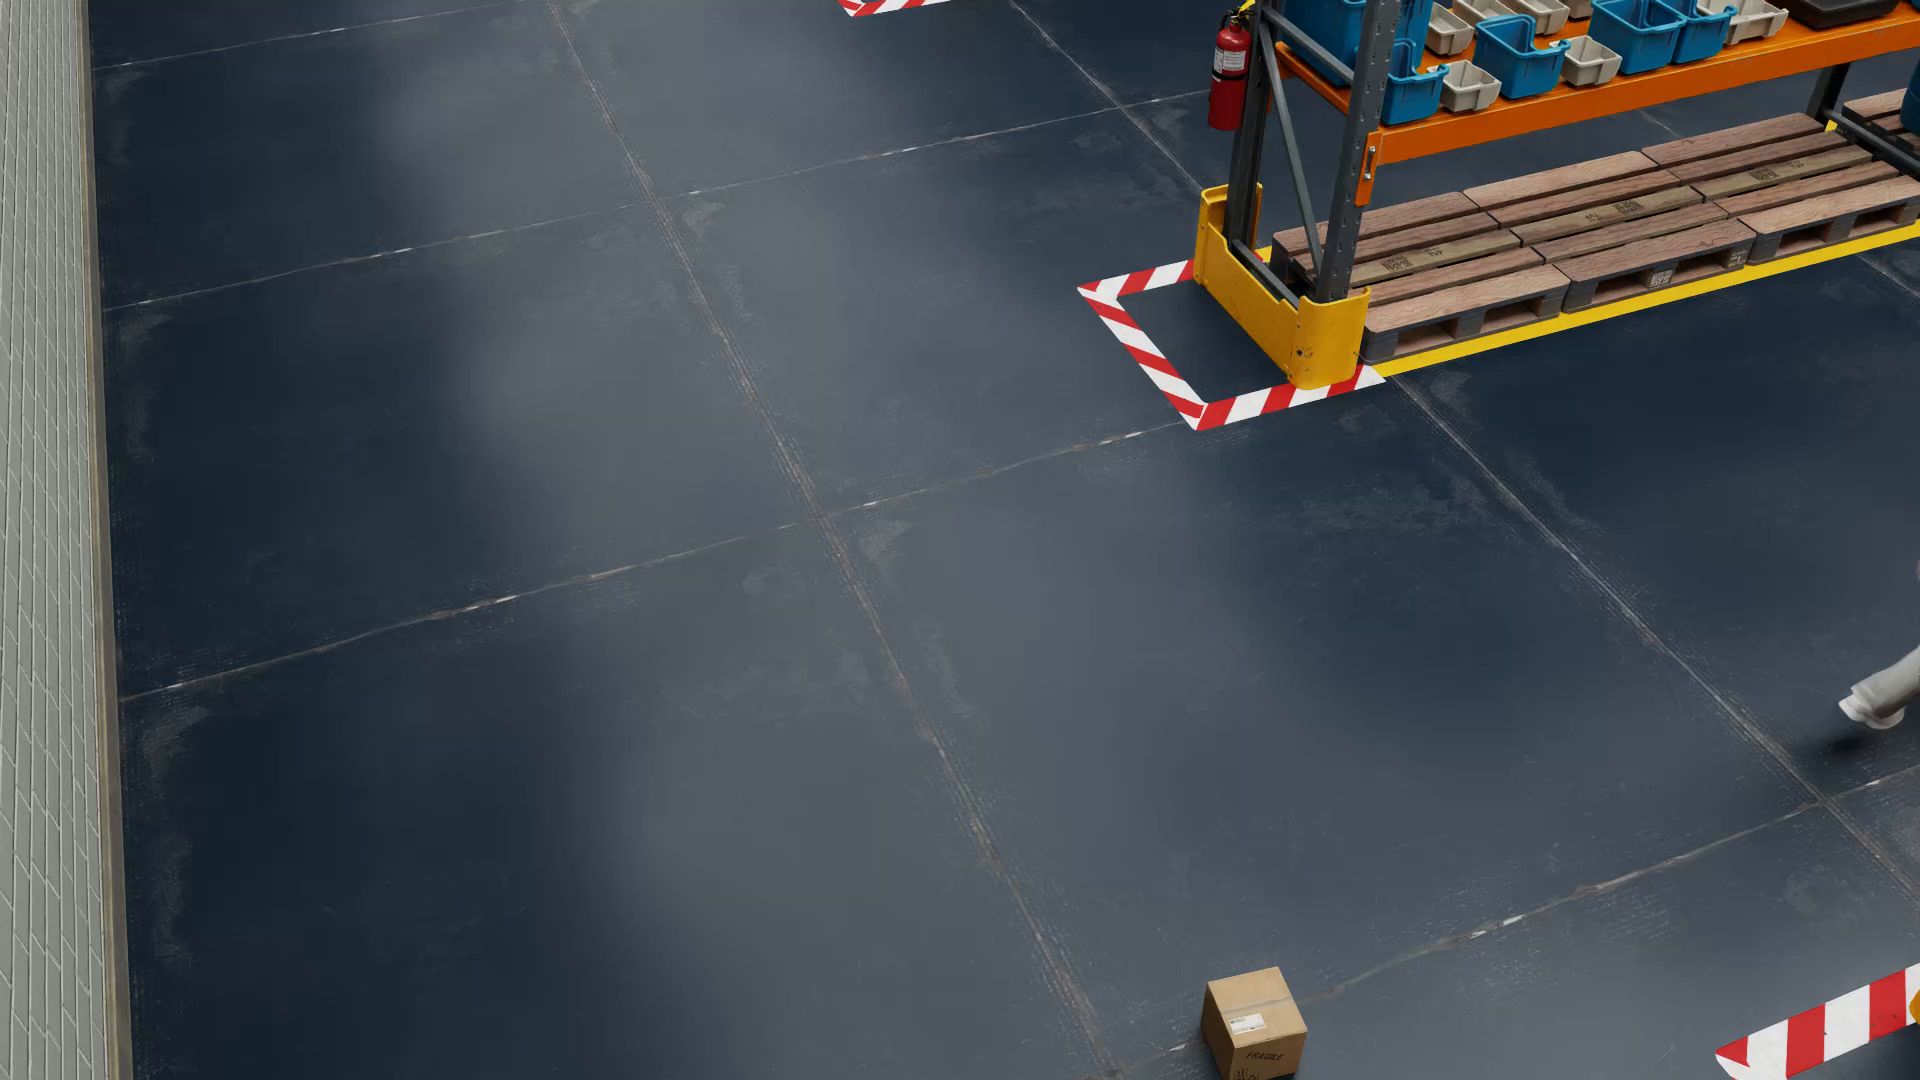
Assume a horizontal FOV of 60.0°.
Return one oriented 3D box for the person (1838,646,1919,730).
[{"bbox_3d":[3.850,0.052,6.105,0.981,1.626,0.434,-10,43,-11],"label":"person"}]
